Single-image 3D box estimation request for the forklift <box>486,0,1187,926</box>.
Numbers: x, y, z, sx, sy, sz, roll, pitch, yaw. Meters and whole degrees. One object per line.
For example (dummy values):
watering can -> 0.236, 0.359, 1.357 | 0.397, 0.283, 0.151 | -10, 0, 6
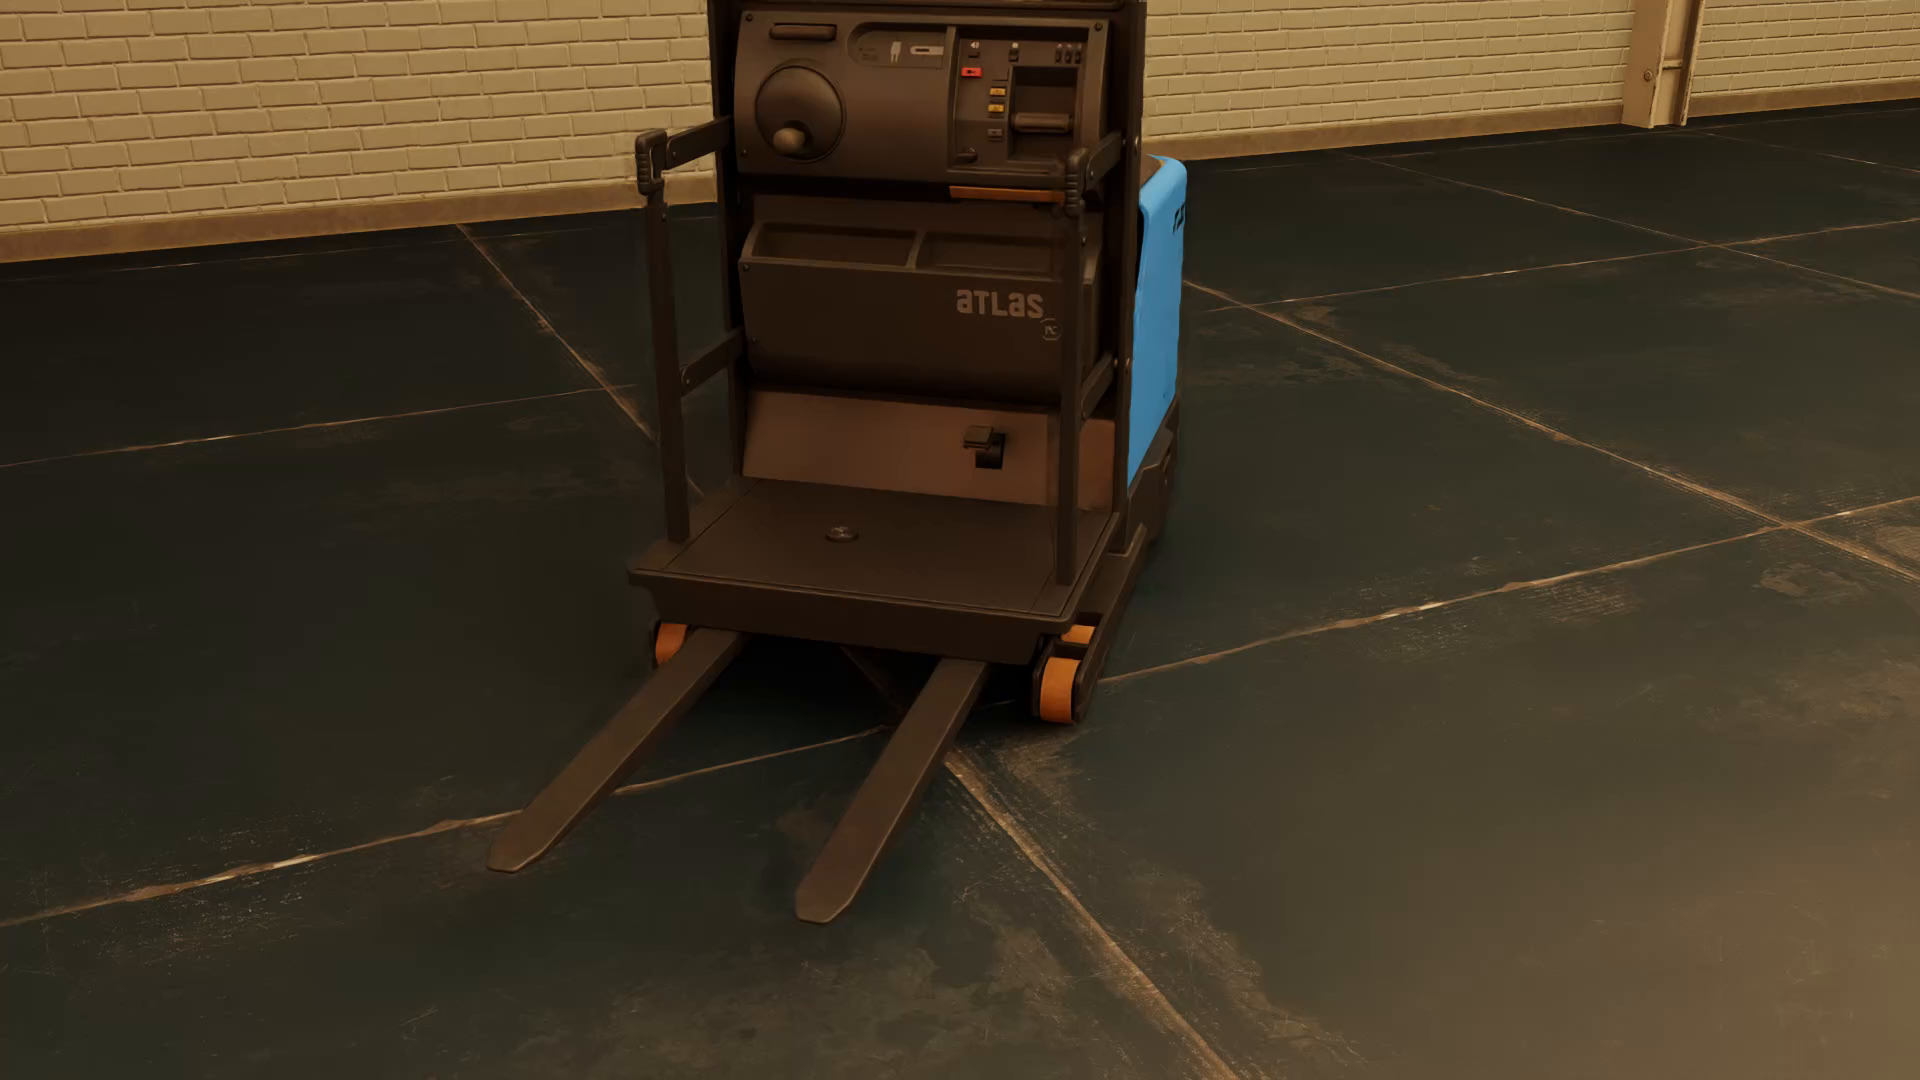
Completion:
forklift -> -0.159, -1.070, 3.863 | 1.130, 2.935, 3.031 | 6, 23, 14
